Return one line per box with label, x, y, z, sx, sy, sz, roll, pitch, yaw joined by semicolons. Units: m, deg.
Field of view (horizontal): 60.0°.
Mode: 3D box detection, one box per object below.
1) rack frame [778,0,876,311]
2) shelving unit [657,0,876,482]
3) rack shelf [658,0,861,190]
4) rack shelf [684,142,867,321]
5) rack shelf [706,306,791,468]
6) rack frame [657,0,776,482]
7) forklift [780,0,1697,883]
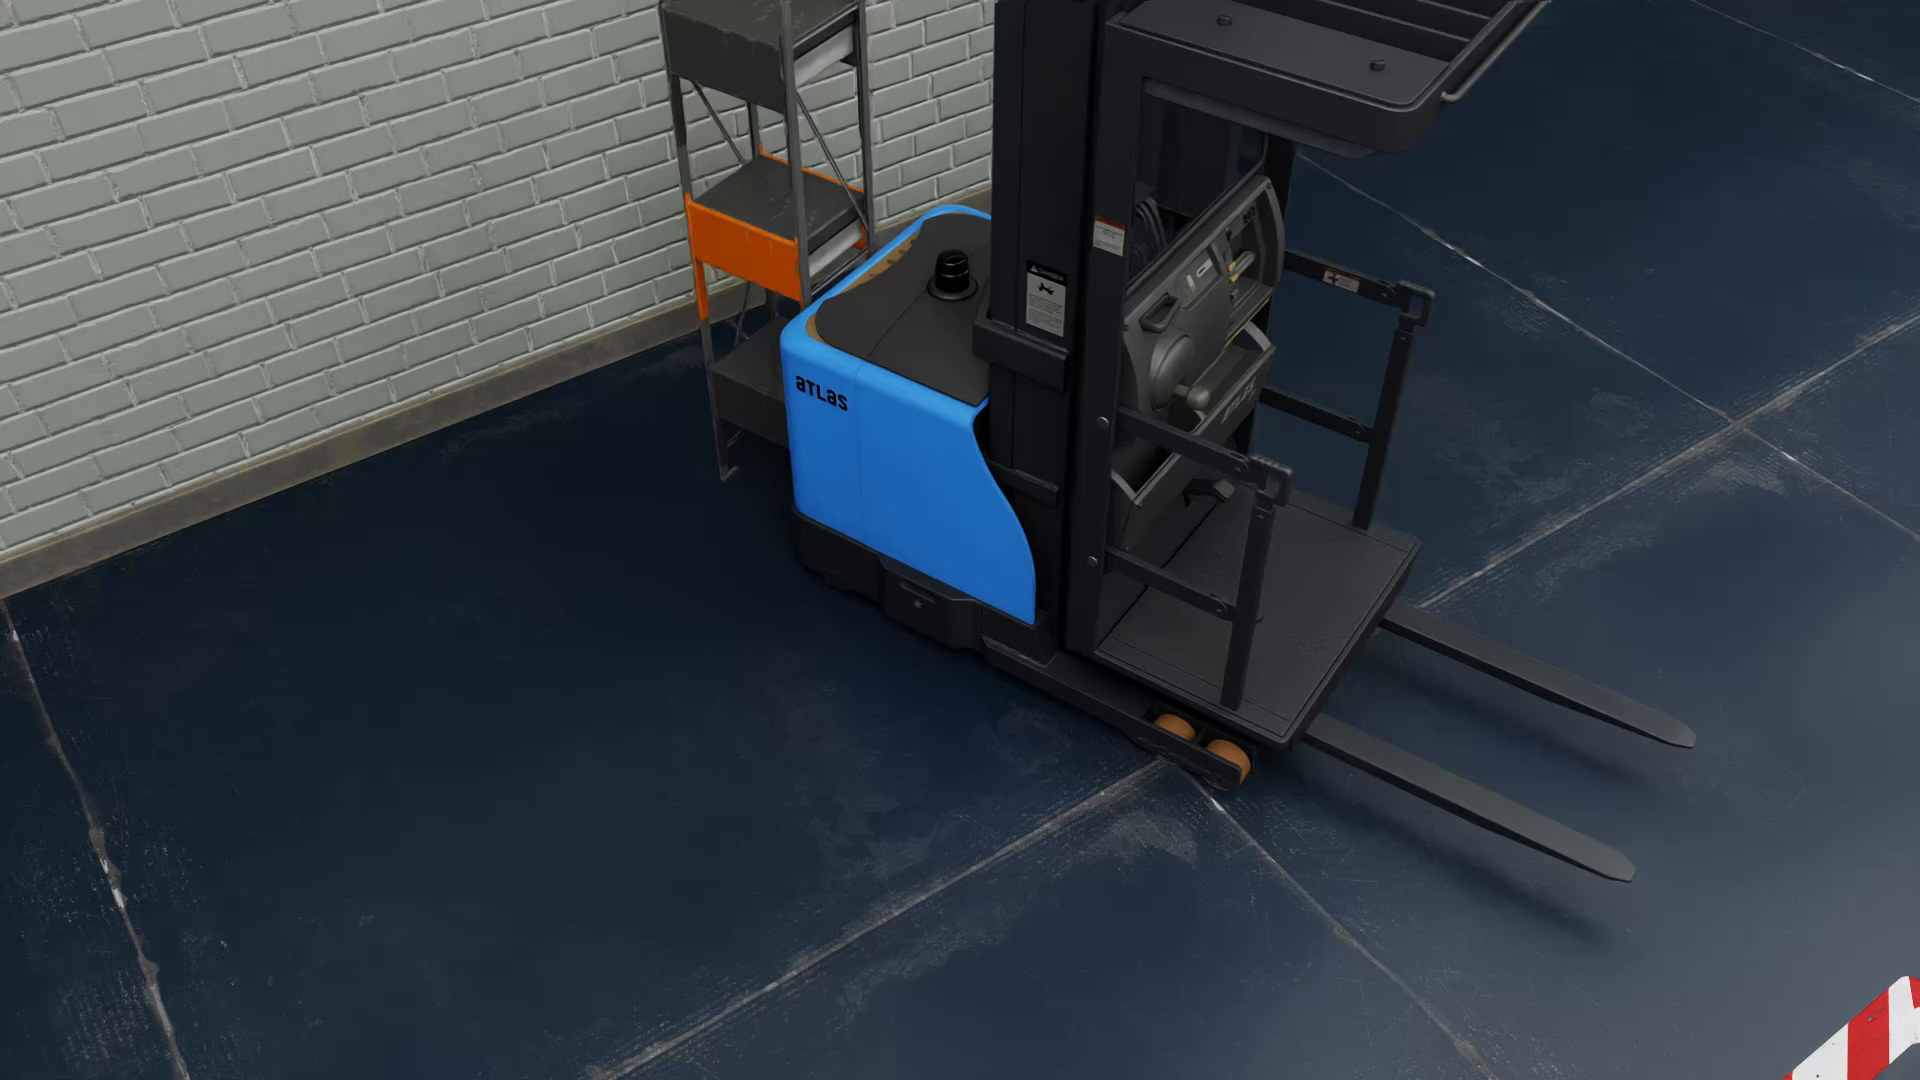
rack frame;-0.413;-0.916;5.689;0.015;2.100;0.400;25;49;24
shelving unit;-0.615;-1.010;5.787;0.503;2.100;0.431;25;49;24
rack shelf;-0.615;-1.507;5.313;0.480;0.518;0.431;25;49;24
rack shelf;-0.615;-1.000;5.797;0.480;0.518;0.431;25;49;24
rack shelf;-0.615;-0.494;6.280;0.480;0.518;0.431;25;49;24
rack frame;-0.817;-1.104;5.886;0.015;2.100;0.400;25;49;24
forklift;0.900;-0.671;4.830;3.031;2.935;1.130;25;49;24
